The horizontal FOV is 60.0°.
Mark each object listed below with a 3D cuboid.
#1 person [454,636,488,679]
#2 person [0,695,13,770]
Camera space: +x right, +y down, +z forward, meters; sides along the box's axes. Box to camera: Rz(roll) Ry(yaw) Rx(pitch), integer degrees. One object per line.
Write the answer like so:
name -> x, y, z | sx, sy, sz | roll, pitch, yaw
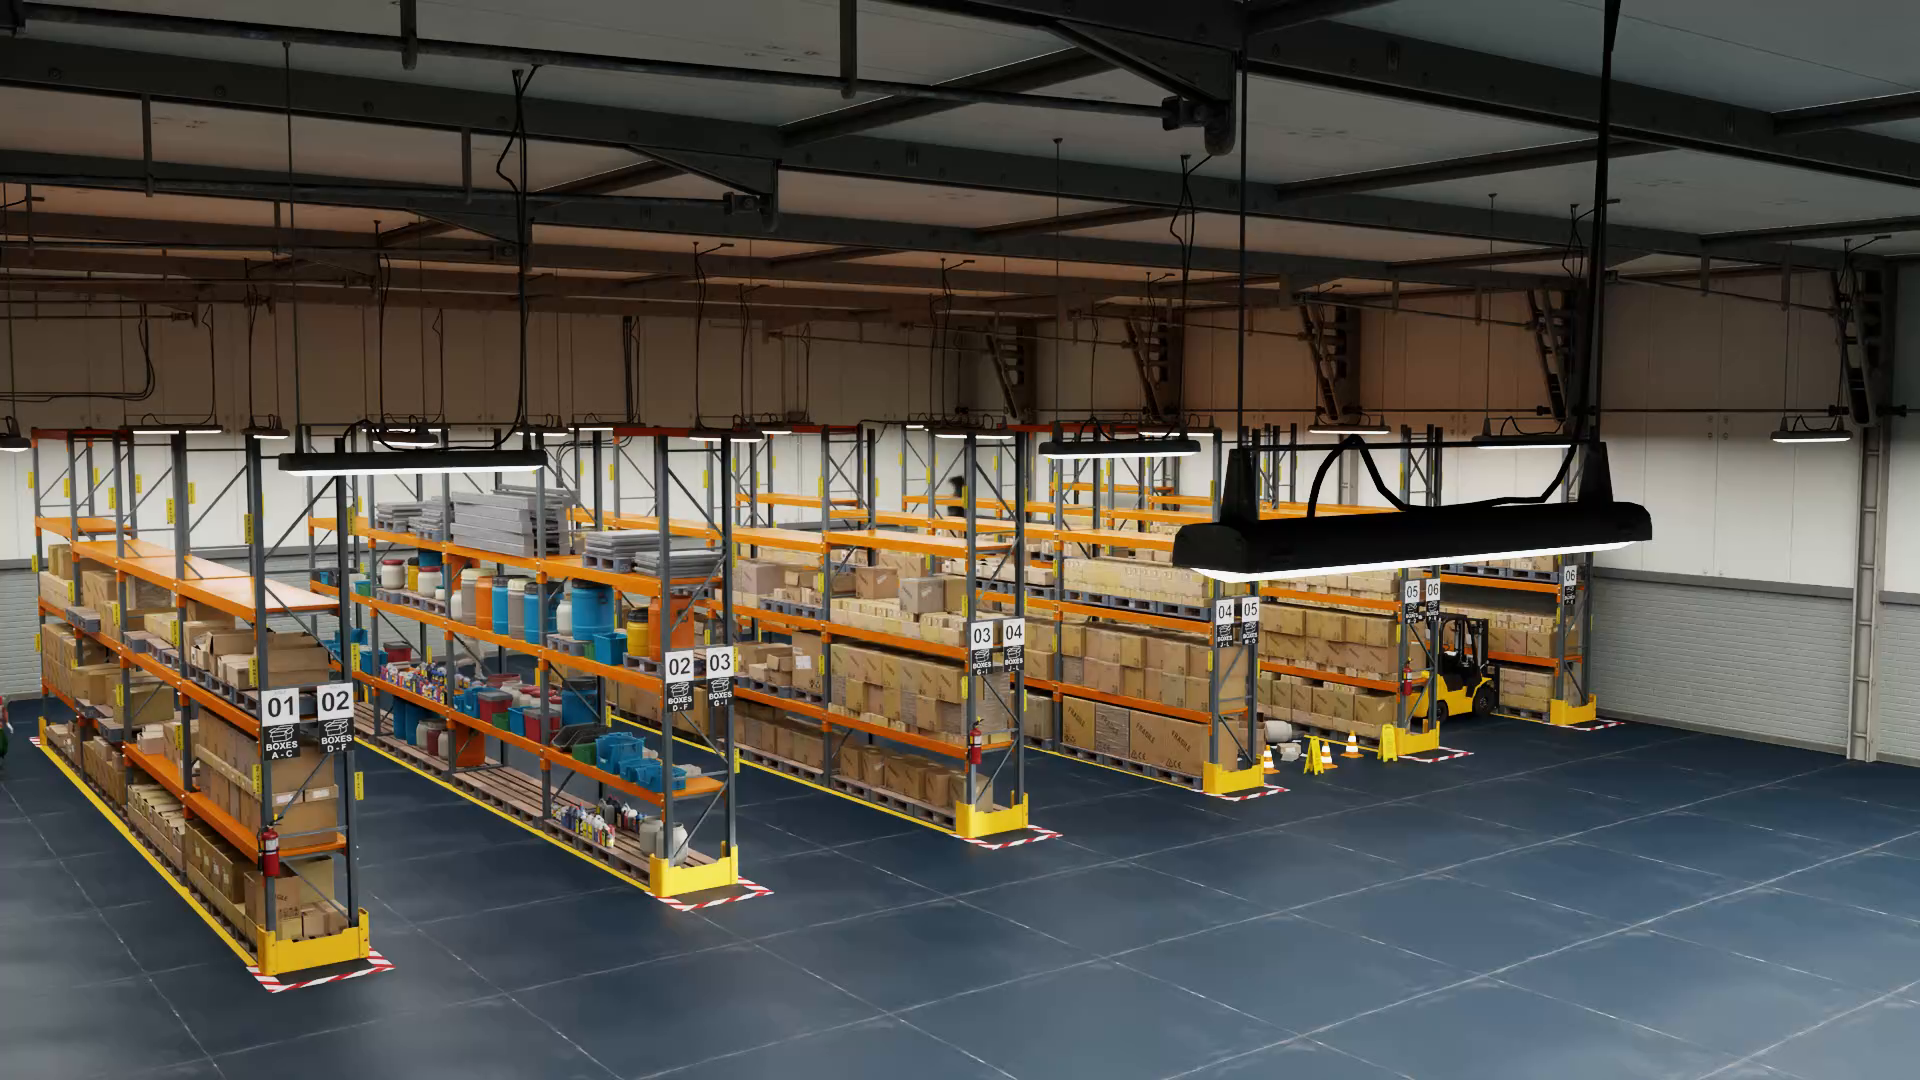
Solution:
person -> -11.521, 2.450, 39.035 | 0.849, 1.720, 0.683 | -1, 5, -12
person -> -16.620, 3.241, 28.498 | 0.764, 1.707, 0.658 | 3, 6, 37
